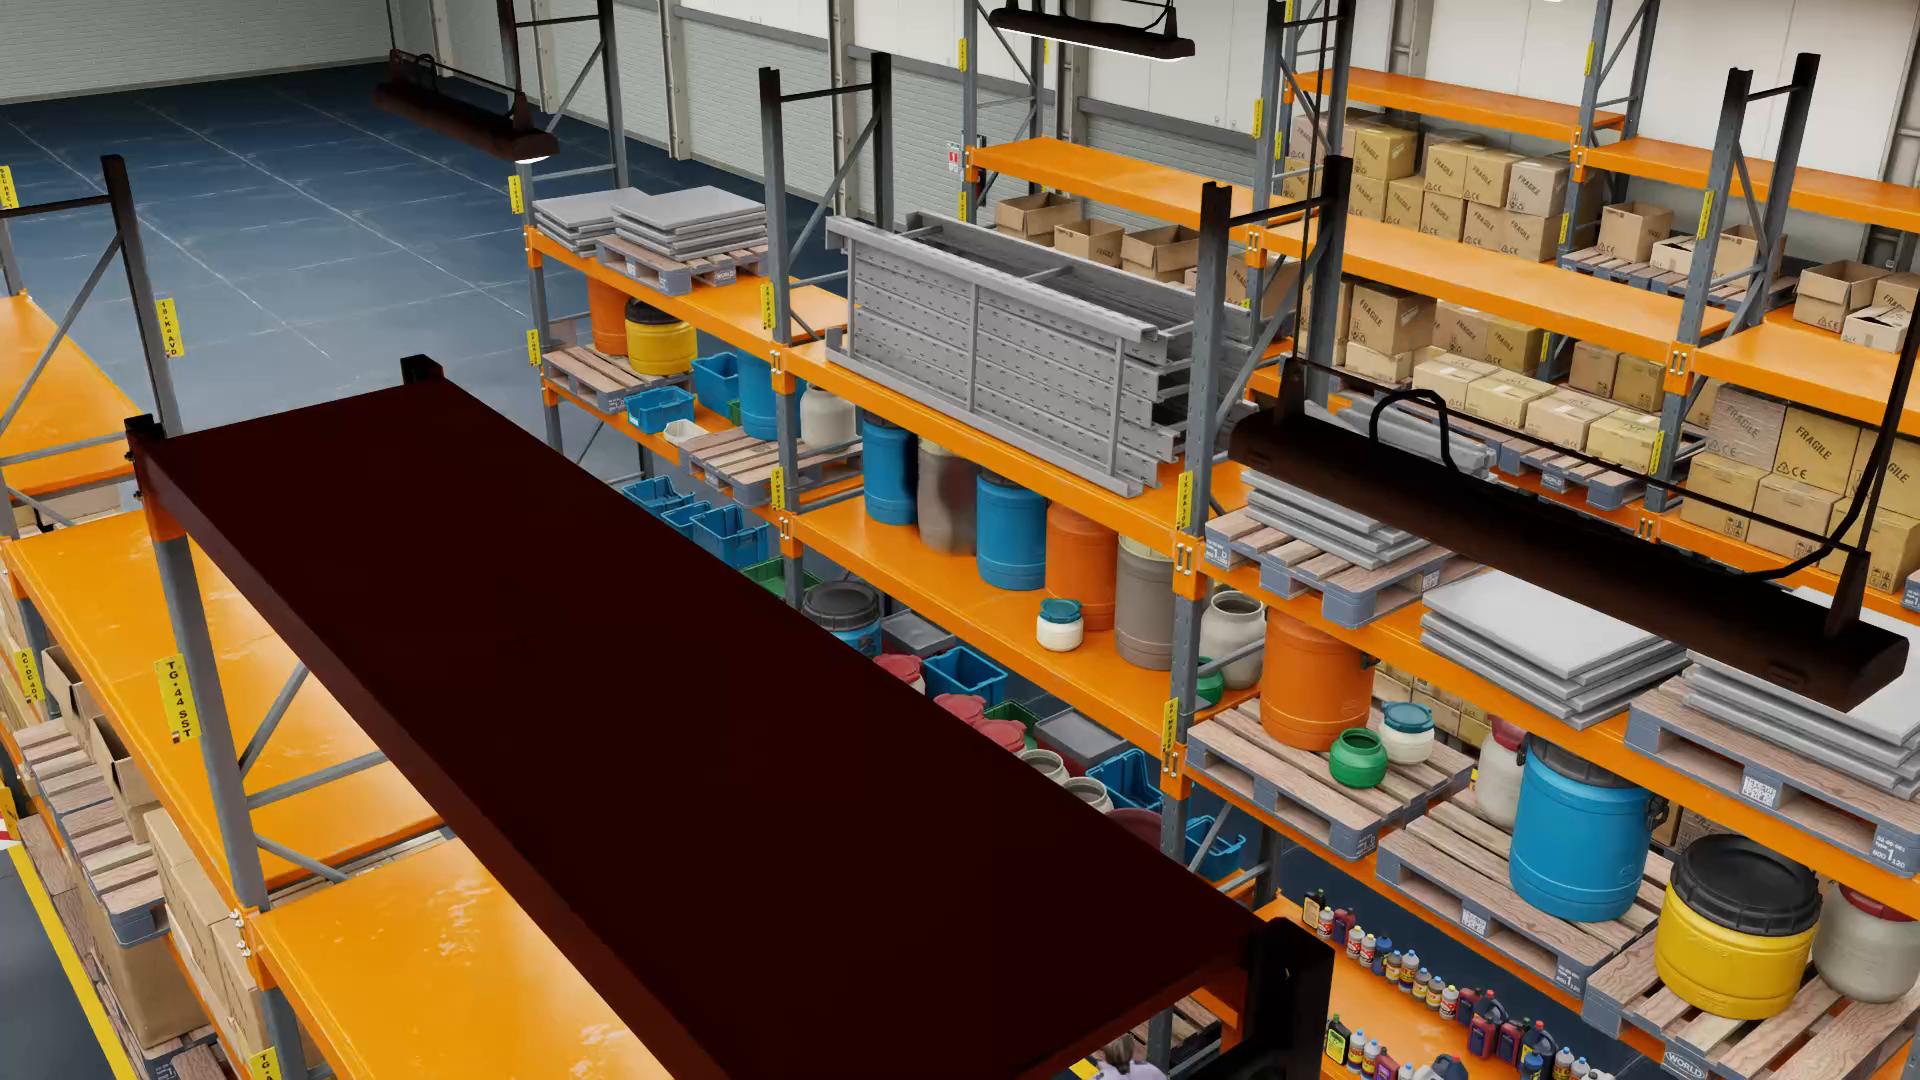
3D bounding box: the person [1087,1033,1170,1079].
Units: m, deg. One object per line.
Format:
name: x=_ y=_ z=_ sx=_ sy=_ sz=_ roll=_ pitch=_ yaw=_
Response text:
person: x=0.817 y=3.332 z=9.257 sx=0.609 sy=1.542 sz=1.010 roll=-19 pitch=31 yaw=-33
